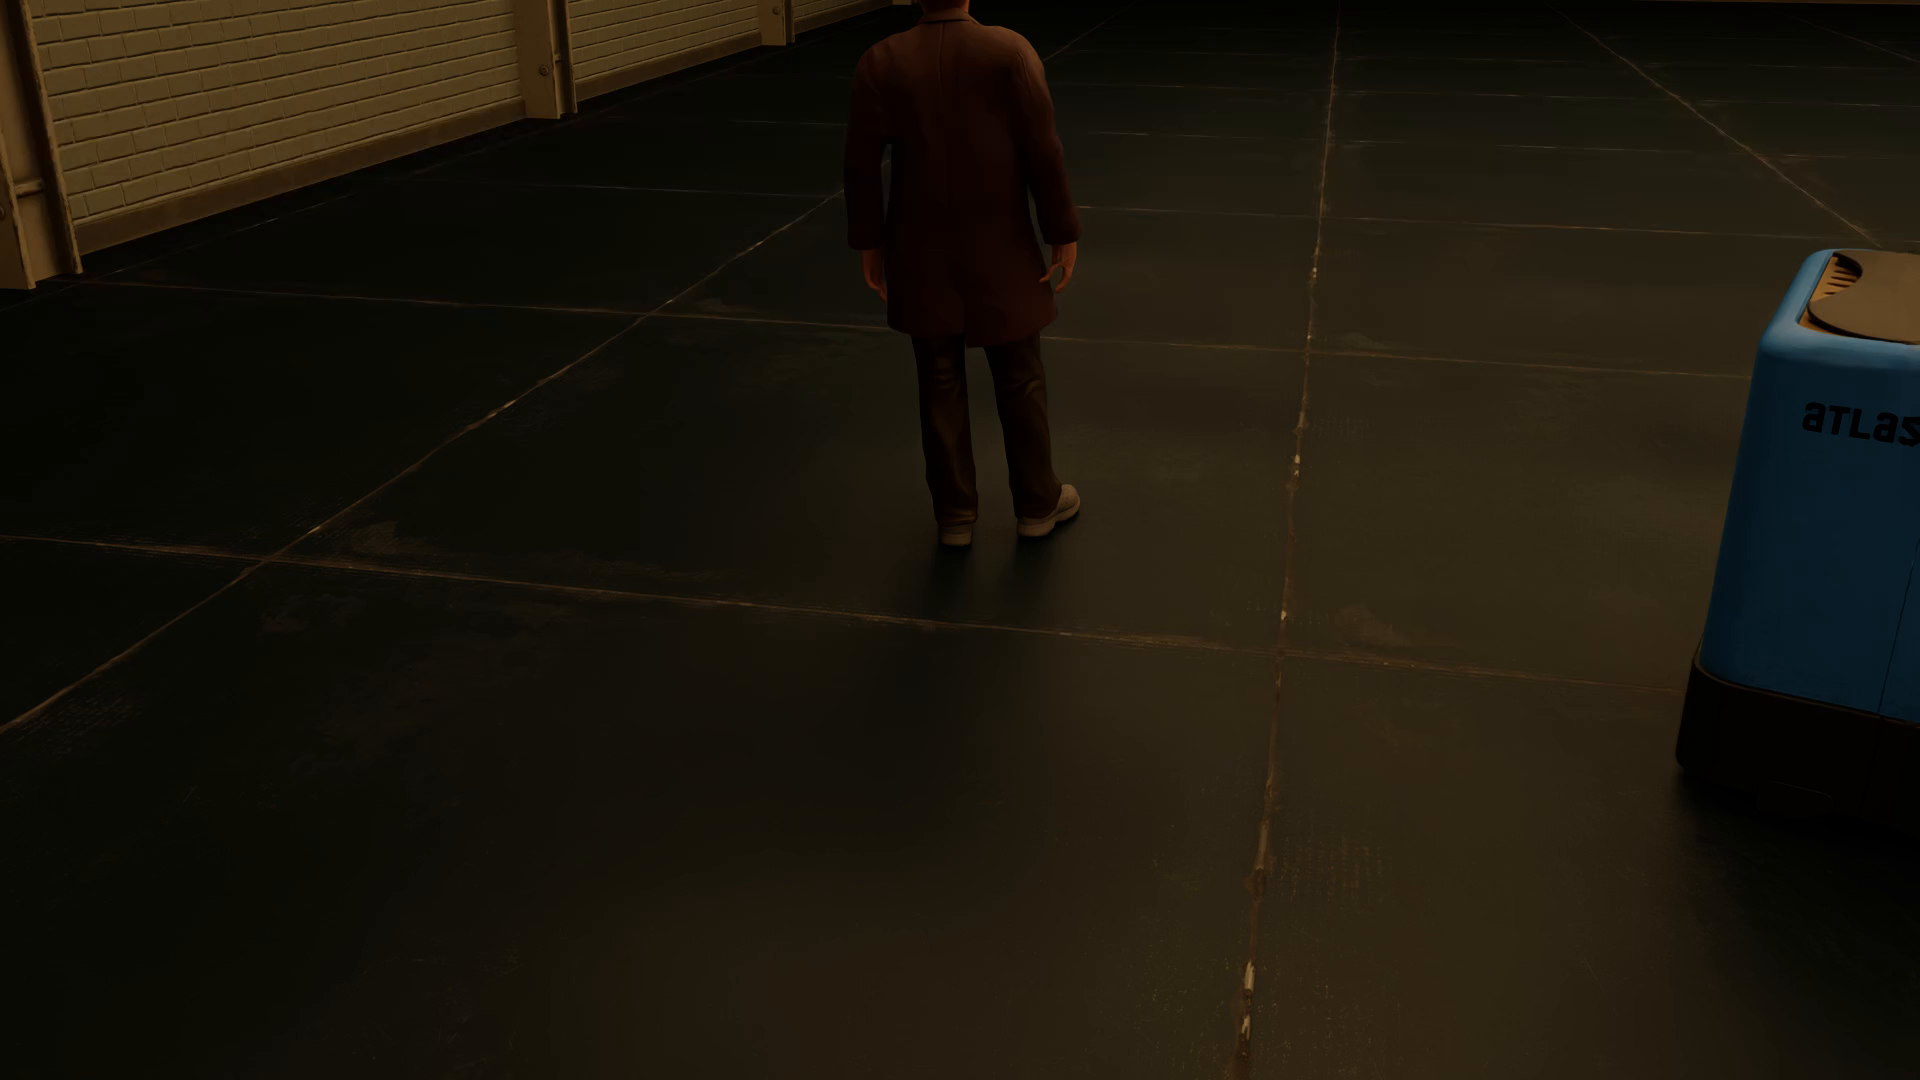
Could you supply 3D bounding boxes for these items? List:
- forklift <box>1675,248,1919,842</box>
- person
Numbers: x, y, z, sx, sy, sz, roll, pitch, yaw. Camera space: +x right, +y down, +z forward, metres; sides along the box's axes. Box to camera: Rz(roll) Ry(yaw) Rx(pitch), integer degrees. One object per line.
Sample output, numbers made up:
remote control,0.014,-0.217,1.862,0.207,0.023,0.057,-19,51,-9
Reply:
forklift,3.142,-0.653,2.868,3.031,2.935,1.130,13,25,28
person,0.024,-0.863,4.891,0.696,1.776,0.582,5,23,11
